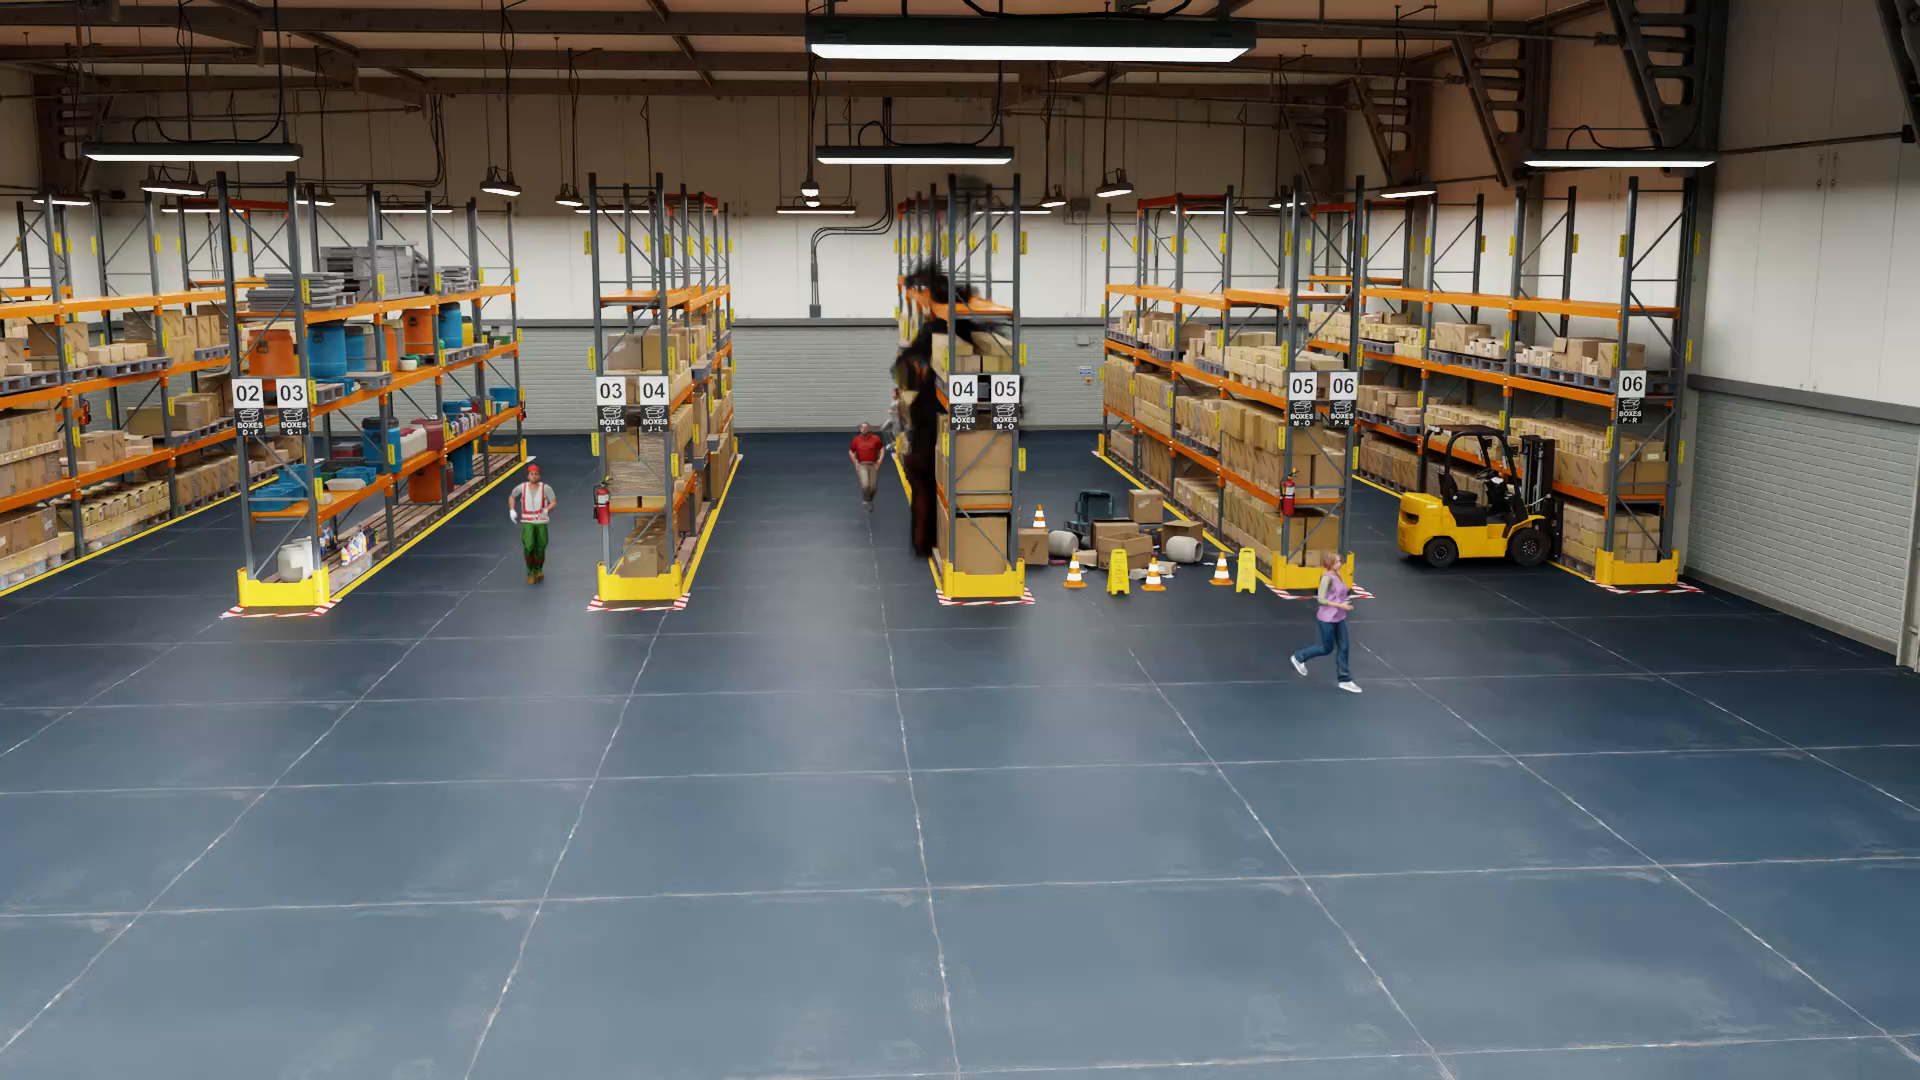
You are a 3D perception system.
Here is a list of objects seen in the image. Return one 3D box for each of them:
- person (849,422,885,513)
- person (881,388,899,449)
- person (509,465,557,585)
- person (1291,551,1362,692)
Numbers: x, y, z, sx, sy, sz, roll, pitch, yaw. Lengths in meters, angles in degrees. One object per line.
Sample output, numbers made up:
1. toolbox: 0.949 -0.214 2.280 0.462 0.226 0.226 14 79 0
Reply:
1. person: -1.712 -1.317 30.587 0.661 1.700 0.622 0 10 -2
2. person: -1.584 -2.975 40.938 0.658 1.564 0.750 -4 11 -21
3. person: -6.398 -0.223 24.964 0.686 1.819 0.664 -3 10 -15
4. person: 4.204 0.909 18.933 0.860 1.587 0.537 8 13 37
